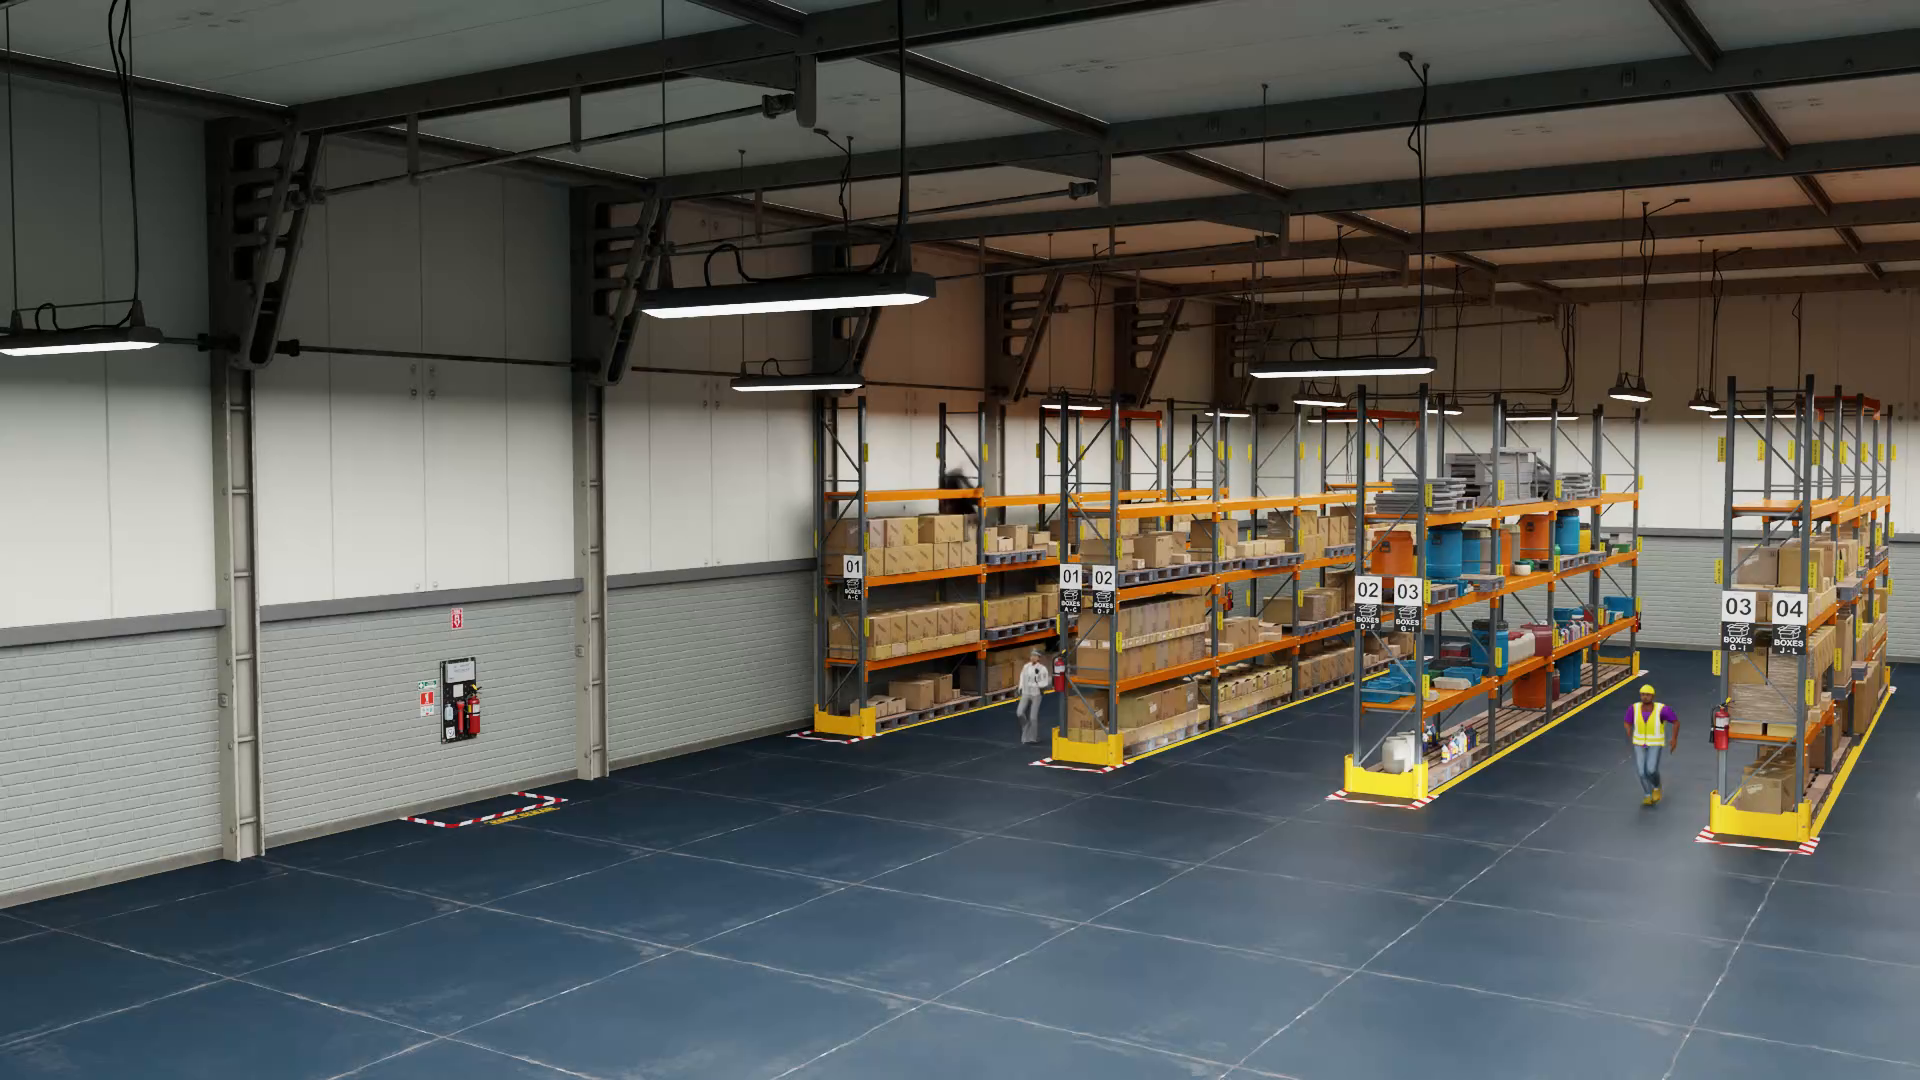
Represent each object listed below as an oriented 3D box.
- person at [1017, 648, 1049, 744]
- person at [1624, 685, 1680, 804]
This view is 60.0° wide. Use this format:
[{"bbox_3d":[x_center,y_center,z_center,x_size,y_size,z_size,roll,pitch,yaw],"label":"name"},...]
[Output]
[{"bbox_3d":[1.237,2.671,28.540,0.595,1.660,0.604,1,3,22],"label":"person"},{"bbox_3d":[9.754,2.905,23.560,0.709,1.712,0.659,2,4,39],"label":"person"}]
